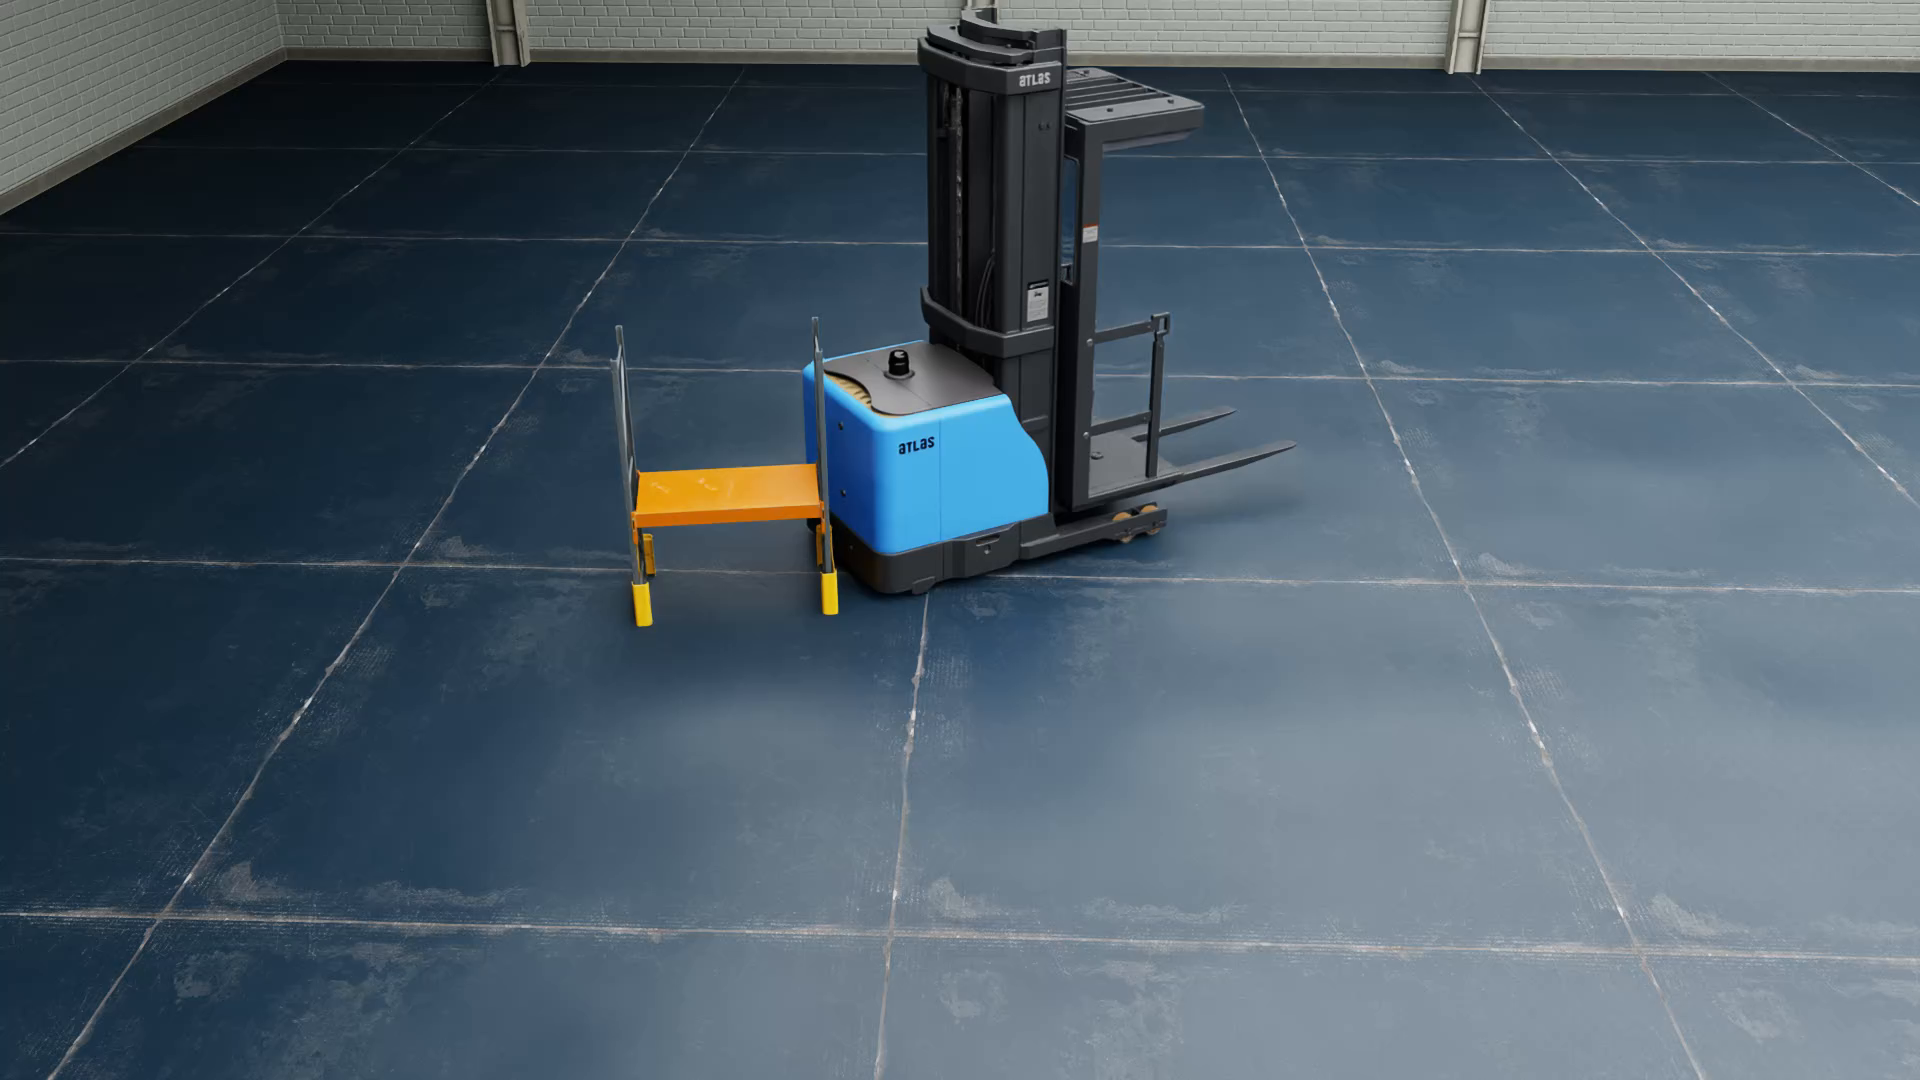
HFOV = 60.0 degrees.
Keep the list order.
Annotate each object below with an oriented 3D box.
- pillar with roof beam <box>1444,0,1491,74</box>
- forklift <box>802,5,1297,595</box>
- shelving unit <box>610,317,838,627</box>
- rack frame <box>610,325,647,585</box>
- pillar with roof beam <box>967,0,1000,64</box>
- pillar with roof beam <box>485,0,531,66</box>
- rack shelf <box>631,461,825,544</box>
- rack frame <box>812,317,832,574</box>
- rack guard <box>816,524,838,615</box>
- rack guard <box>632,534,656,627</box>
[{"bbox_3d":[6.134,-7.837,14.927,0.400,9.000,9.100,1,28,2],"label":"pillar with roof beam"},{"bbox_3d":[0.635,-1.485,9.422,3.031,2.935,1.130,-15,31,-26],"label":"forklift"},{"bbox_3d":[-1.230,-0.367,8.840,1.083,1.500,0.587,-3,28,-6],"label":"shelving unit"},{"bbox_3d":[-1.744,-0.337,8.784,0.032,1.500,0.500,-3,28,-6],"label":"rack frame"},{"bbox_3d":[0.138,-7.937,15.114,0.400,9.000,9.100,1,28,2],"label":"pillar with roof beam"},{"bbox_3d":[-5.858,-8.036,15.301,0.400,9.000,9.100,1,28,2],"label":"pillar with roof beam"},{"bbox_3d":[-1.239,-0.207,8.923,1.000,0.185,0.538,-3,28,-6],"label":"rack shelf"},{"bbox_3d":[-0.735,-0.395,8.894,0.032,1.500,0.500,-3,28,-6],"label":"rack frame"},{"bbox_3d":[-0.736,0.157,9.187,0.087,0.250,0.587,-3,28,-6],"label":"rack guard"},{"bbox_3d":[-1.724,0.214,9.079,0.087,0.250,0.587,-3,28,-6],"label":"rack guard"}]
